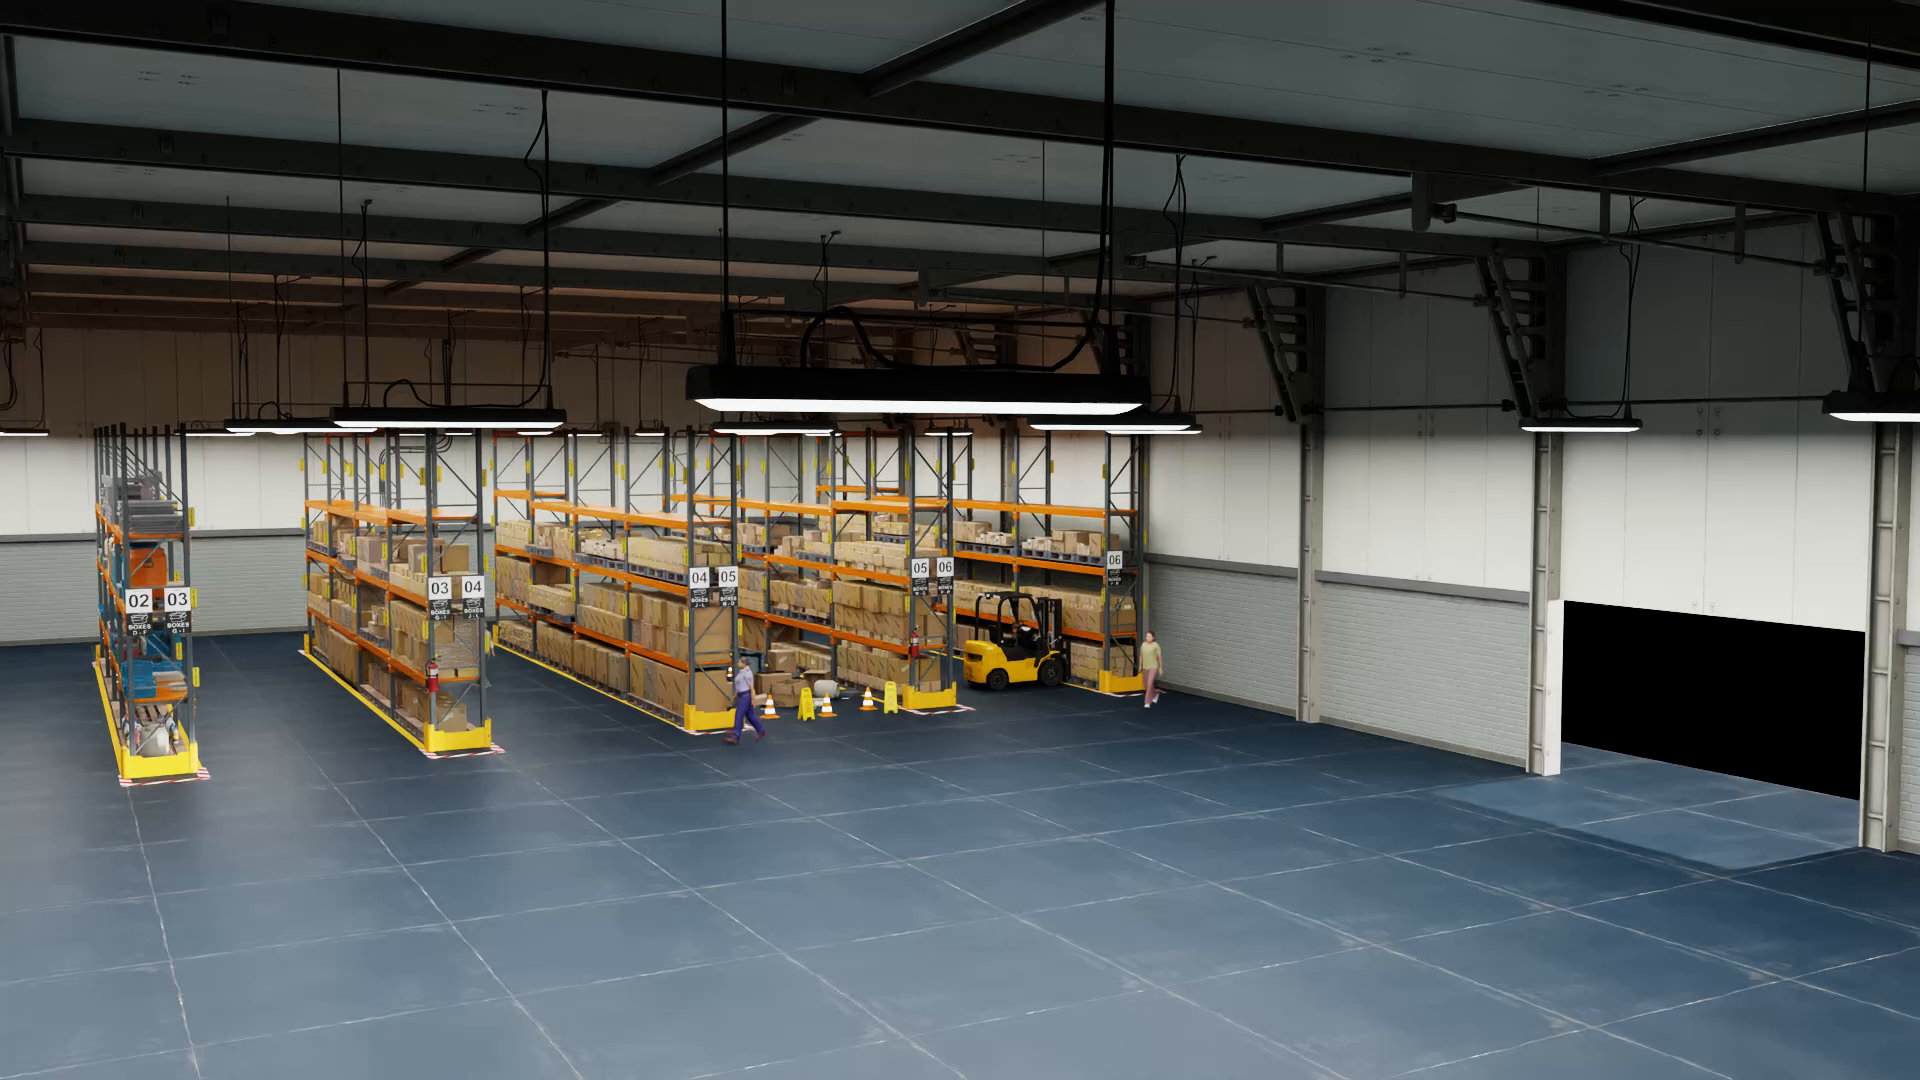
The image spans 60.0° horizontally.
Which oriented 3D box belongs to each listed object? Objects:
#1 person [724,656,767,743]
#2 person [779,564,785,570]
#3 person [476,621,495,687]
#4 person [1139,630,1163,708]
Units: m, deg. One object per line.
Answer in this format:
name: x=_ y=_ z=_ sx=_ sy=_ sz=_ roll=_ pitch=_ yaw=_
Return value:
person: x=-4.081 y=3.009 z=31.509 sx=0.834 sy=1.625 sz=0.517 roll=-1 pitch=4 yaw=-13
person: x=-5.708 y=1.633 z=53.044 sx=0.631 sy=1.745 sz=0.998 roll=3 pitch=5 yaw=40
person: x=-10.918 y=2.666 z=38.215 sx=0.967 sy=1.439 sz=0.441 roll=3 pitch=5 yaw=40
person: x=4.103 y=2.742 z=35.623 sx=0.514 sy=1.650 sz=0.837 roll=3 pitch=4 yaw=37
